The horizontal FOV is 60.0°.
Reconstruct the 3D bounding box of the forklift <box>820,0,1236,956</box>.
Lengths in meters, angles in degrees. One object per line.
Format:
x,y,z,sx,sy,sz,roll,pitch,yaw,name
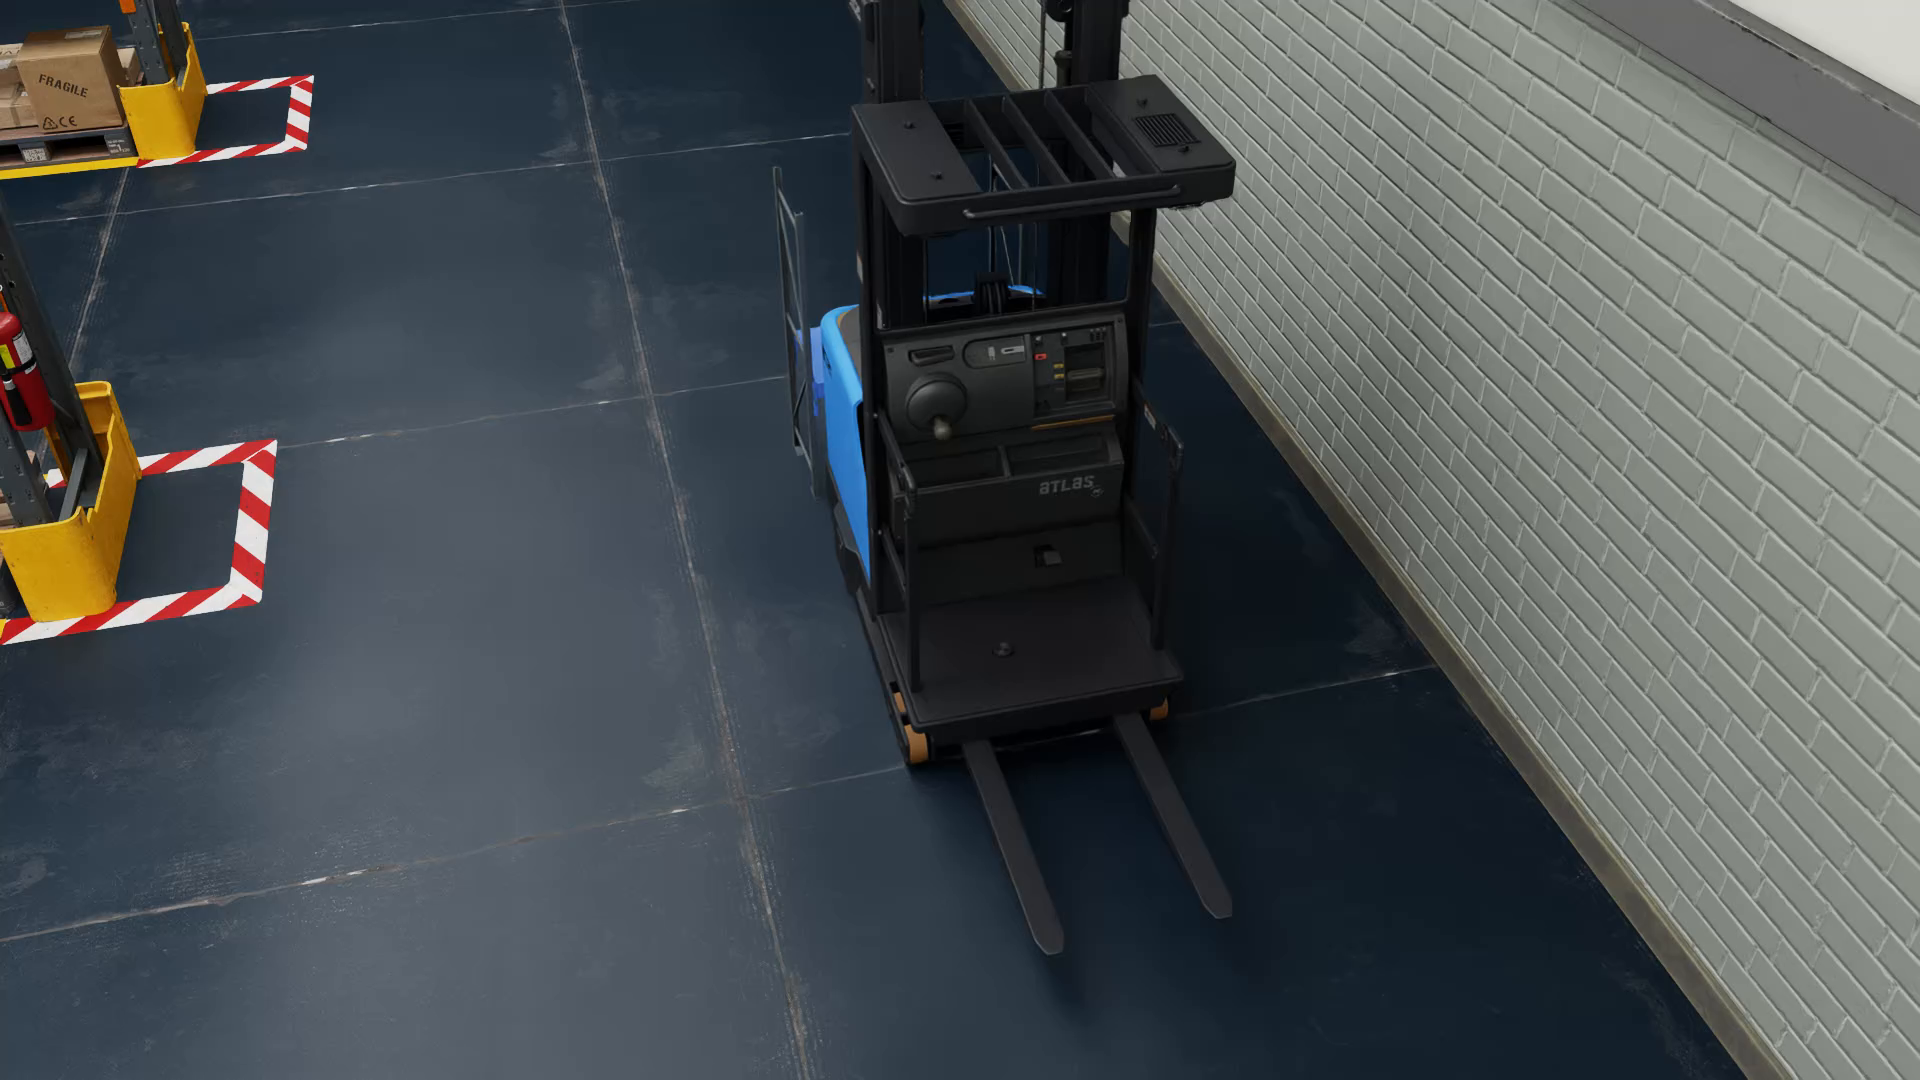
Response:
0.235,-0.538,6.041,1.130,2.935,3.031,-9,38,-11,forklift

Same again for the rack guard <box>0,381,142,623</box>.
-4.054,-0.197,7.596,0.348,0.500,1.175,-9,38,-12,rack guard

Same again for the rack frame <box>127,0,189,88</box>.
-5.362,-4.084,10.621,0.127,3.000,1.000,-9,38,-12,rack frame

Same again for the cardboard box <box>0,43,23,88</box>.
-6.444,-3.168,11.324,0.500,0.250,0.500,-9,38,-12,cardboard box

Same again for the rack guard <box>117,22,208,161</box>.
-5.435,-3.080,11.364,0.348,0.500,1.175,-9,38,-12,rack guard

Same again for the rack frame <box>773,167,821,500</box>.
-0.756,-0.936,7.739,0.032,1.500,0.500,-10,39,-13,rack frame

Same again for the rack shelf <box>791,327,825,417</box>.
-0.268,-0.881,7.963,1.000,0.185,0.538,-10,39,-13,rack shelf

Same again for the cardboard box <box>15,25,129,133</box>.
-5.823,-3.036,10.945,0.500,0.500,0.500,-9,38,-12,cardboard box

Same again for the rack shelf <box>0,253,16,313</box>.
-6.005,-0.576,6.626,4.000,0.370,1.077,-9,38,-12,rack shelf

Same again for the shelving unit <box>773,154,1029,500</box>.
-0.268,-1.024,7.854,1.048,1.500,0.538,-10,39,-13,shelving unit

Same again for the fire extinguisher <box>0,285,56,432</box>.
-3.810,-0.757,6.641,0.183,0.674,0.296,-9,38,-12,fire extinguisher

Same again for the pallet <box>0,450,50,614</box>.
-4.880,0.037,7.528,1.213,0.211,1.003,-9,38,-12,pallet

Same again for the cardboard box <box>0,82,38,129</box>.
-6.237,-2.892,11.031,0.250,0.166,0.380,-9,38,-12,cardboard box

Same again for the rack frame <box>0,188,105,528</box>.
-4.074,-1.178,6.822,0.127,3.000,1.000,-9,38,-12,rack frame

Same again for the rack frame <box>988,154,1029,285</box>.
0.219,-1.111,7.968,0.032,1.500,0.500,-10,39,-13,rack frame

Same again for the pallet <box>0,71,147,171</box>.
-6.205,-2.838,11.286,1.213,0.211,1.003,-9,38,-12,pallet

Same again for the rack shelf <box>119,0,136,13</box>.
-7.293,-3.482,10.425,4.000,0.370,1.077,-9,38,-12,rack shelf

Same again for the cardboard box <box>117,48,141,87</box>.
-5.856,-3.262,11.530,0.250,0.149,0.380,-9,38,-12,cardboard box
